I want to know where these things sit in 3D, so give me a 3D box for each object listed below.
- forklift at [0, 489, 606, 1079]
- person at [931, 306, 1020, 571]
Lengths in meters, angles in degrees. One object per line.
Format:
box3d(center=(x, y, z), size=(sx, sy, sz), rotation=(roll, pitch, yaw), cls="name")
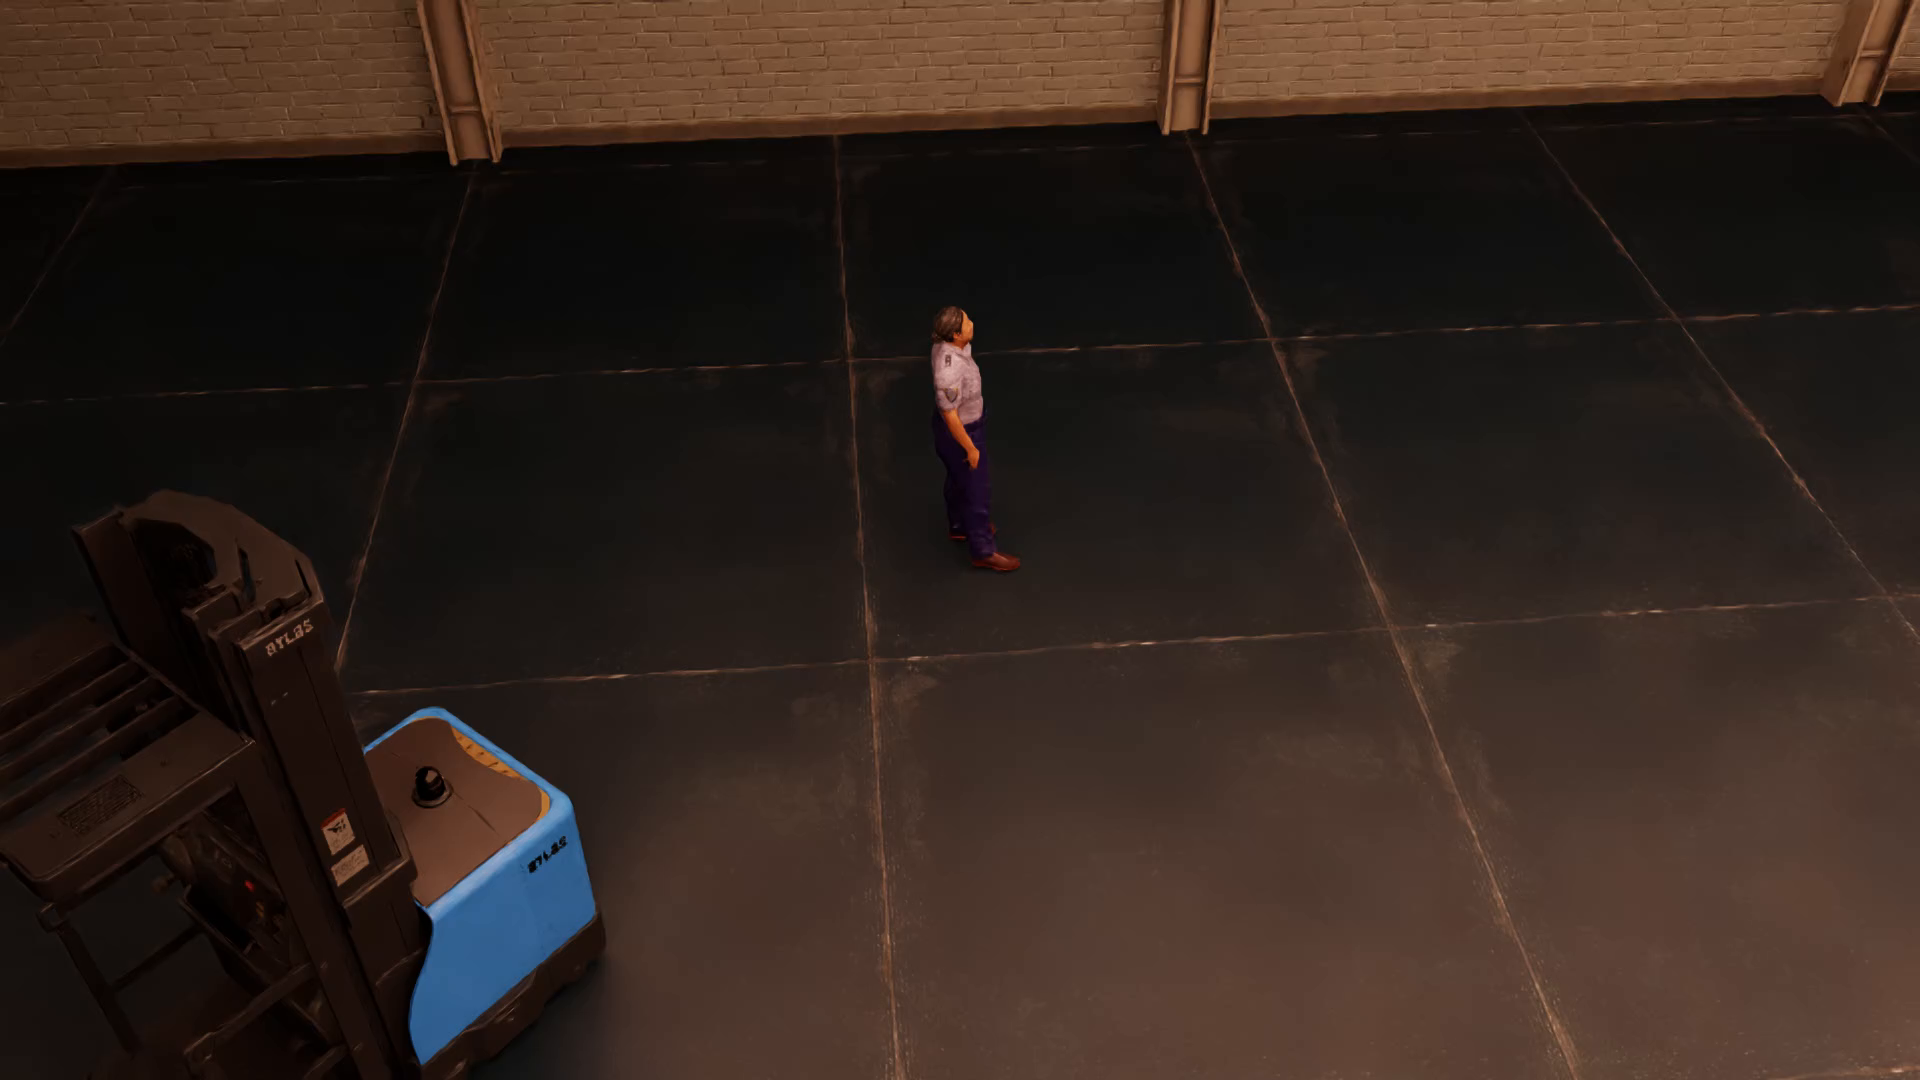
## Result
box3d(center=(-2.979, 1.391, 6.311), size=(1.130, 2.935, 3.031), rotation=(27, 47, 28), cls="forklift")
box3d(center=(0.092, -0.622, 9.642), size=(0.502, 1.650, 0.599), rotation=(-3, 41, -4), cls="person")
